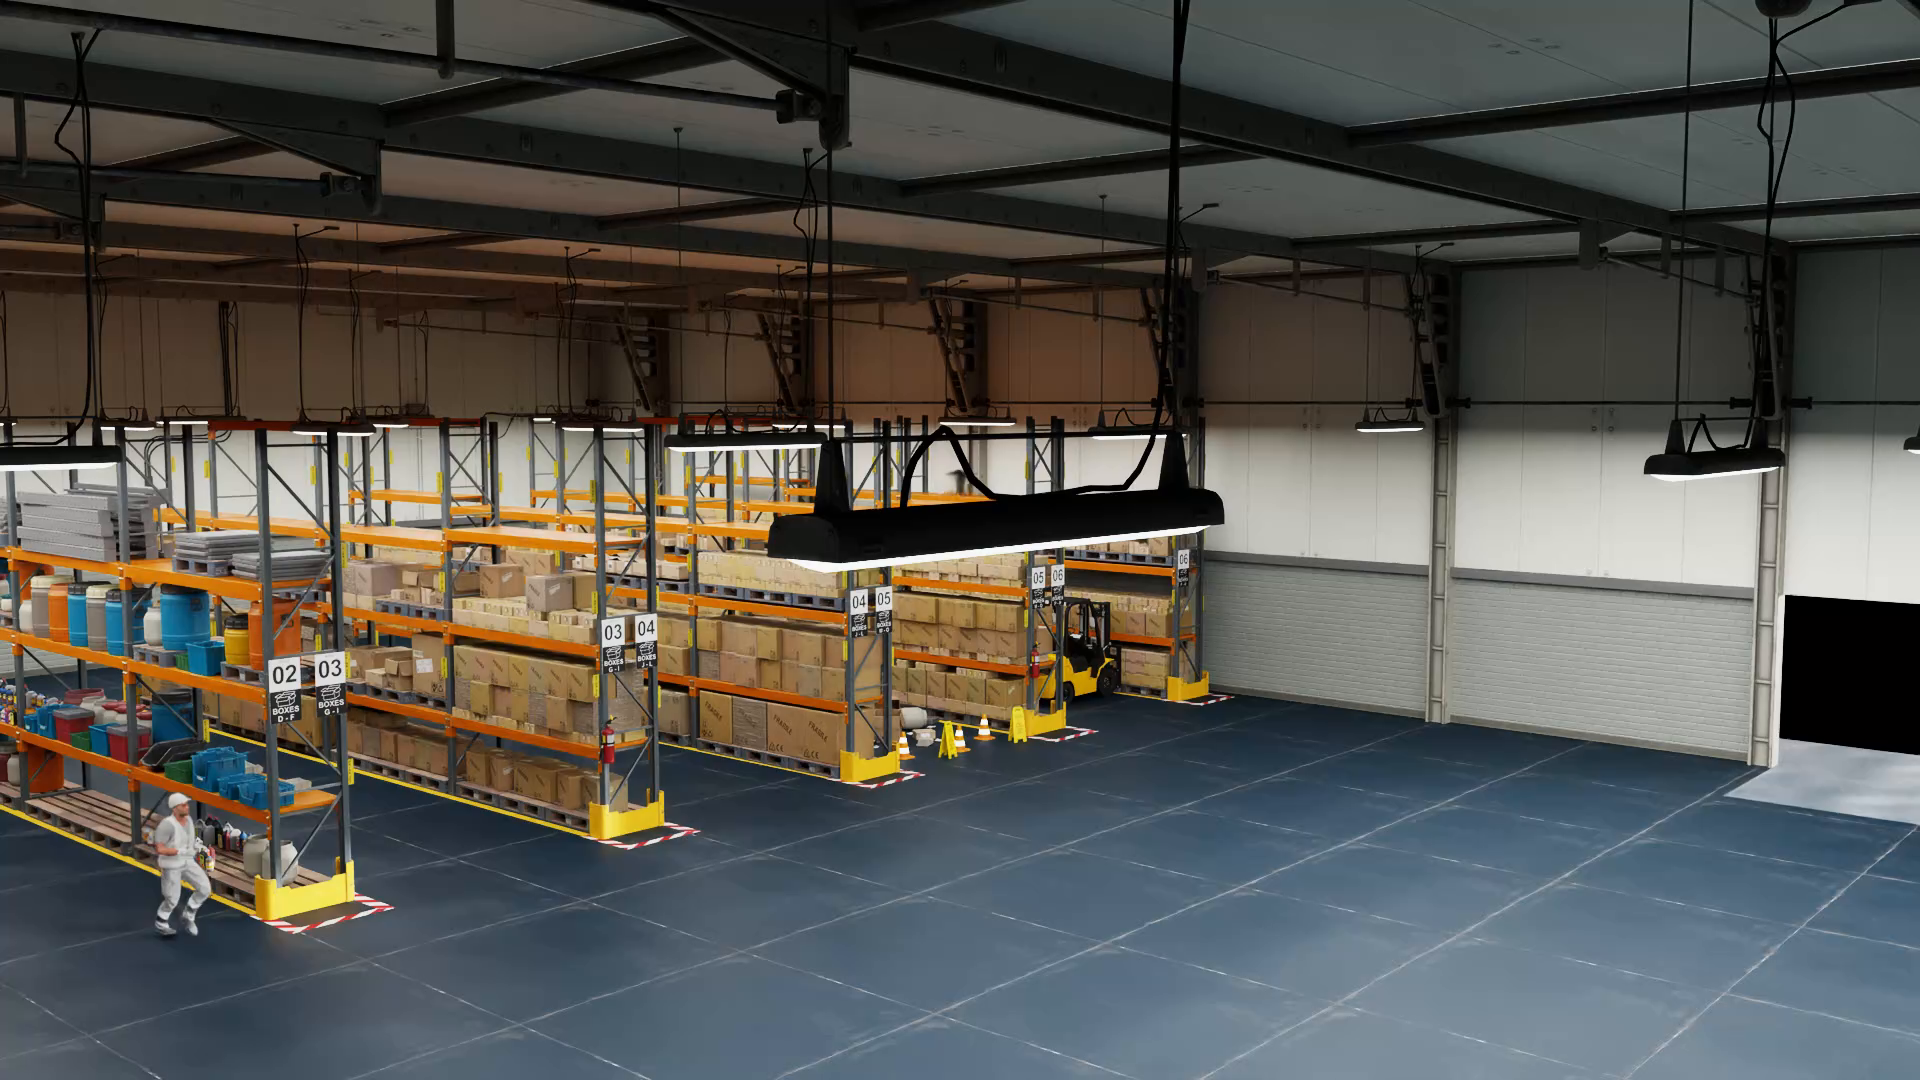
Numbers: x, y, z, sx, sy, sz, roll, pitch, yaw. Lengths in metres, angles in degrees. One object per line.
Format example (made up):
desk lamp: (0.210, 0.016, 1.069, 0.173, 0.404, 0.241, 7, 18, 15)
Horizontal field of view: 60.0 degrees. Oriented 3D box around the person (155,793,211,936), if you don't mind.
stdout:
person: (-9.180, 3.826, 19.551, 0.772, 1.742, 0.647, 2, 5, 23)
